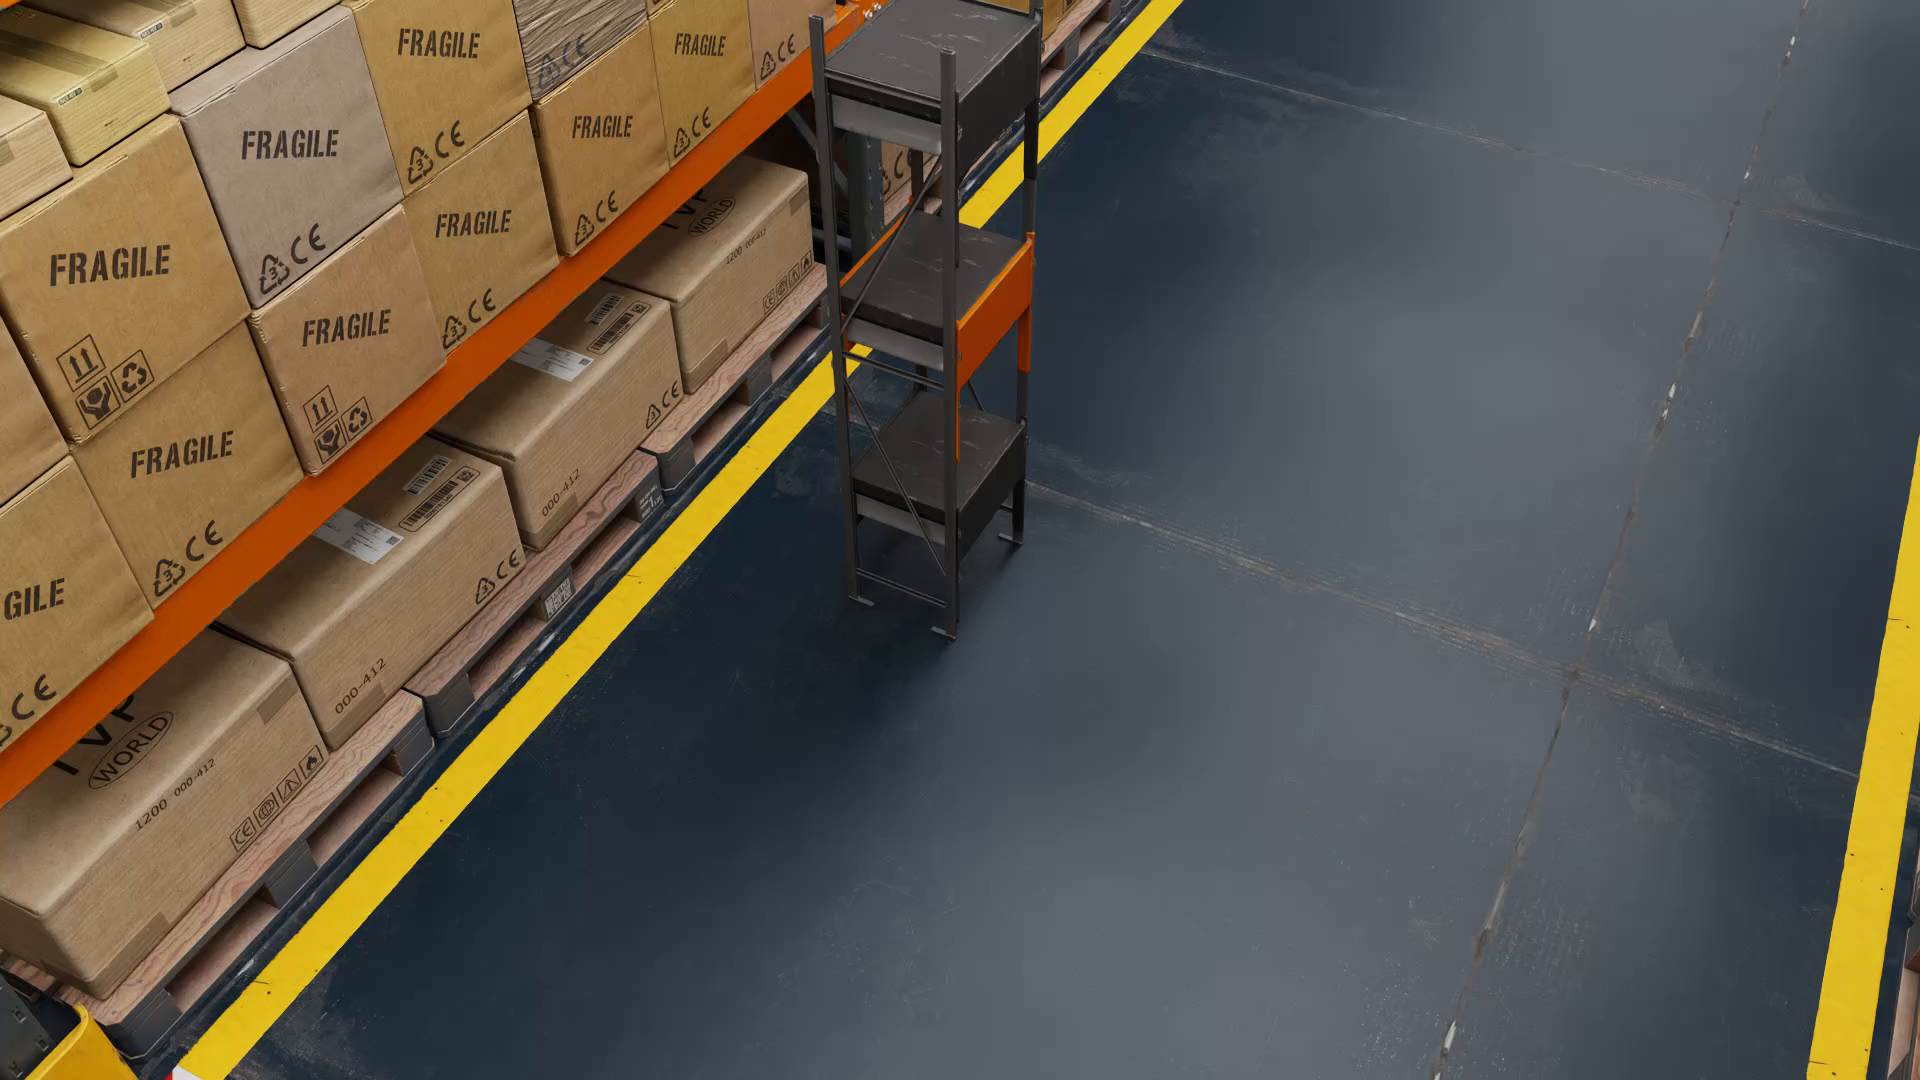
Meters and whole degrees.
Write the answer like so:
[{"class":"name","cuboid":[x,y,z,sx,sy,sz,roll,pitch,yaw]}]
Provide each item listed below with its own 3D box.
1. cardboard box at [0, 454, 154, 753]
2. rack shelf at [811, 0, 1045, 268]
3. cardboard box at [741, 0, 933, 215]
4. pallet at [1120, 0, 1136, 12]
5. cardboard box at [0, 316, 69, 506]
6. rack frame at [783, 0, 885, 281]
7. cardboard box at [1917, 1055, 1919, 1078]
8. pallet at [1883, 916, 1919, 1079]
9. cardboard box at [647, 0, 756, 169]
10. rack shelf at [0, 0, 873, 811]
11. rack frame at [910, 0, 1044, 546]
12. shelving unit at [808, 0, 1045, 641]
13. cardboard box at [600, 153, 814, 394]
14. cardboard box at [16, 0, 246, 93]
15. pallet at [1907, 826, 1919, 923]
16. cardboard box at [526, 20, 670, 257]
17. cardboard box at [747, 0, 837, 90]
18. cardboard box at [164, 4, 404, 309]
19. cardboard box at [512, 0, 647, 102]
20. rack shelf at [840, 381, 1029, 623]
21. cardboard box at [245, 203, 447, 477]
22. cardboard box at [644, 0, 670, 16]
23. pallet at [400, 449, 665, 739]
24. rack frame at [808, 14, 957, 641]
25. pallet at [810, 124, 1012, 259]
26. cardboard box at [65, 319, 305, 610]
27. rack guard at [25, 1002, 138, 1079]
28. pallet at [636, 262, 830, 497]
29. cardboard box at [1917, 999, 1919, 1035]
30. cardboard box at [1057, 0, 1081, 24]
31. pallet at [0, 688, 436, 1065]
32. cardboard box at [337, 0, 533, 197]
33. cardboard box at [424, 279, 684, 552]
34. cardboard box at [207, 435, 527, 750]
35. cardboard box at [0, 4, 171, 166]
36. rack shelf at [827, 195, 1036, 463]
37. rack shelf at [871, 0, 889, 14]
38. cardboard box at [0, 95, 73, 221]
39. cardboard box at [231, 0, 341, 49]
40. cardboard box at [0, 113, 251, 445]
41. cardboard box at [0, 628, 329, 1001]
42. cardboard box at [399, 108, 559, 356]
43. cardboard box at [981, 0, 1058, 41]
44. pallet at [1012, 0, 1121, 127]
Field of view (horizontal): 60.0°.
[{"class":"cardboard box","cuboid":[-2.144,0.079,3.492,0.500,0.500,0.500,20,49,19]},{"class":"rack shelf","cuboid":[-0.077,-1.116,4.412,0.431,0.518,0.480,20,49,19]},{"class":"cardboard box","cuboid":[-0.547,-2.016,6.832,0.875,0.875,0.875,22,49,20]},{"class":"pallet","cuboid":[0.660,-3.266,8.829,1.003,0.211,1.213,20,49,19]},{"class":"cardboard box","cuboid":[-2.146,-0.273,3.137,0.500,0.500,0.500,19,48,18]},{"class":"rack frame","cuboid":[-0.764,-2.198,5.813,1.000,3.000,0.127,20,49,19]},{"class":"cardboard box","cuboid":[2.510,1.220,3.936,0.380,0.149,0.250,21,49,19]},{"class":"pallet","cuboid":[2.821,1.559,4.060,1.003,0.211,1.213,20,49,19]},{"class":"cardboard box","cuboid":[-0.987,-1.530,5.083,0.500,0.500,0.500,19,48,18]},{"class":"rack shelf","cuboid":[-1.693,-0.685,4.824,1.077,0.370,4.000,20,49,19]},{"class":"rack frame","cuboid":[0.036,-0.788,5.052,0.400,2.100,0.015,20,49,19]},{"class":"shelving unit","cuboid":[-0.077,-0.634,4.900,0.431,2.100,0.503,20,49,19]},{"class":"cardboard box","cuboid":[-1.151,-1.085,6.219,0.875,0.438,0.875,20,49,19]},{"class":"cardboard box","cuboid":[-1.749,-1.094,3.493,0.380,0.149,0.250,21,49,19]},{"class":"pallet","cuboid":[3.387,0.788,4.823,1.003,0.211,1.213,20,49,19]},{"class":"cardboard box","cuboid":[-1.208,-1.209,4.765,0.500,0.500,0.500,20,49,18]},{"class":"cardboard box","cuboid":[-0.753,-1.856,5.405,0.500,0.500,0.500,21,49,19]},{"class":"cardboard box","cuboid":[-1.680,-0.928,3.784,0.500,0.500,0.500,20,49,19]},{"class":"cardboard box","cuboid":[-1.209,-1.555,4.405,0.500,0.500,0.500,21,49,20]},{"class":"rack shelf","cuboid":[-0.077,-0.132,5.408,0.431,0.518,0.480,20,49,19]},{"class":"cardboard box","cuboid":[-1.682,-0.563,4.127,0.500,0.500,0.500,20,49,19]},{"class":"cardboard box","cuboid":[-0.981,-1.879,4.725,0.500,0.500,0.500,20,49,18]},{"class":"pallet","cuboid":[-1.752,0.007,5.595,1.003,0.211,1.213,20,49,19]},{"class":"rack frame","cuboid":[-0.190,-0.480,4.748,0.400,2.100,0.015,20,49,19]},{"class":"pallet","cuboid":[-0.473,-1.729,7.310,1.003,0.211,1.213,20,49,19]},{"class":"cardboard box","cuboid":[-1.934,-0.249,3.816,0.500,0.500,0.500,20,49,19]},{"class":"rack guard","cuboid":[-2.632,1.216,4.197,1.175,0.500,0.348,20,49,19]},{"class":"pallet","cuboid":[-1.187,-0.764,6.357,1.003,0.211,1.213,20,49,19]},{"class":"cardboard box","cuboid":[2.647,1.181,4.182,0.380,0.149,0.250,19,48,18]},{"class":"cardboard box","cuboid":[0.281,-3.150,7.953,0.875,0.875,0.875,21,49,20]},{"class":"pallet","cuboid":[-2.319,0.773,4.838,1.003,0.211,1.213,20,49,19]},{"class":"cardboard box","cuboid":[-1.449,-1.242,4.095,0.500,0.500,0.500,21,49,19]},{"class":"cardboard box","cuboid":[-1.566,-0.521,5.662,0.875,0.438,0.875,19,48,18]},{"class":"cardboard box","cuboid":[-1.986,0.047,5.101,0.875,0.438,0.875,22,49,20]},{"class":"cardboard box","cuboid":[-1.824,-0.911,3.312,0.380,0.149,0.250,19,48,18]},{"class":"rack shelf","cuboid":[-0.077,-0.624,4.910,0.431,0.518,0.480,20,49,19]},{"class":"rack shelf","cuboid":[0.164,-3.205,7.314,1.077,0.370,4.000,20,49,19]},{"class":"cardboard box","cuboid":[-1.930,-0.739,3.142,0.380,0.149,0.250,22,49,20]},{"class":"cardboard box","cuboid":[-1.596,-1.237,3.634,0.380,0.149,0.250,21,49,19]},{"class":"cardboard box","cuboid":[-1.912,-0.601,3.461,0.500,0.500,0.500,19,48,18]},{"class":"cardboard box","cuboid":[-2.403,0.626,4.528,0.875,0.438,0.875,19,48,18]},{"class":"cardboard box","cuboid":[-1.464,-0.884,4.445,0.500,0.500,0.500,22,49,20]},{"class":"cardboard box","cuboid":[-0.135,-2.587,7.397,0.875,0.875,0.875,22,49,20]},{"class":"pallet","cuboid":[0.092,-2.500,8.072,1.003,0.211,1.213,20,49,19]}]
